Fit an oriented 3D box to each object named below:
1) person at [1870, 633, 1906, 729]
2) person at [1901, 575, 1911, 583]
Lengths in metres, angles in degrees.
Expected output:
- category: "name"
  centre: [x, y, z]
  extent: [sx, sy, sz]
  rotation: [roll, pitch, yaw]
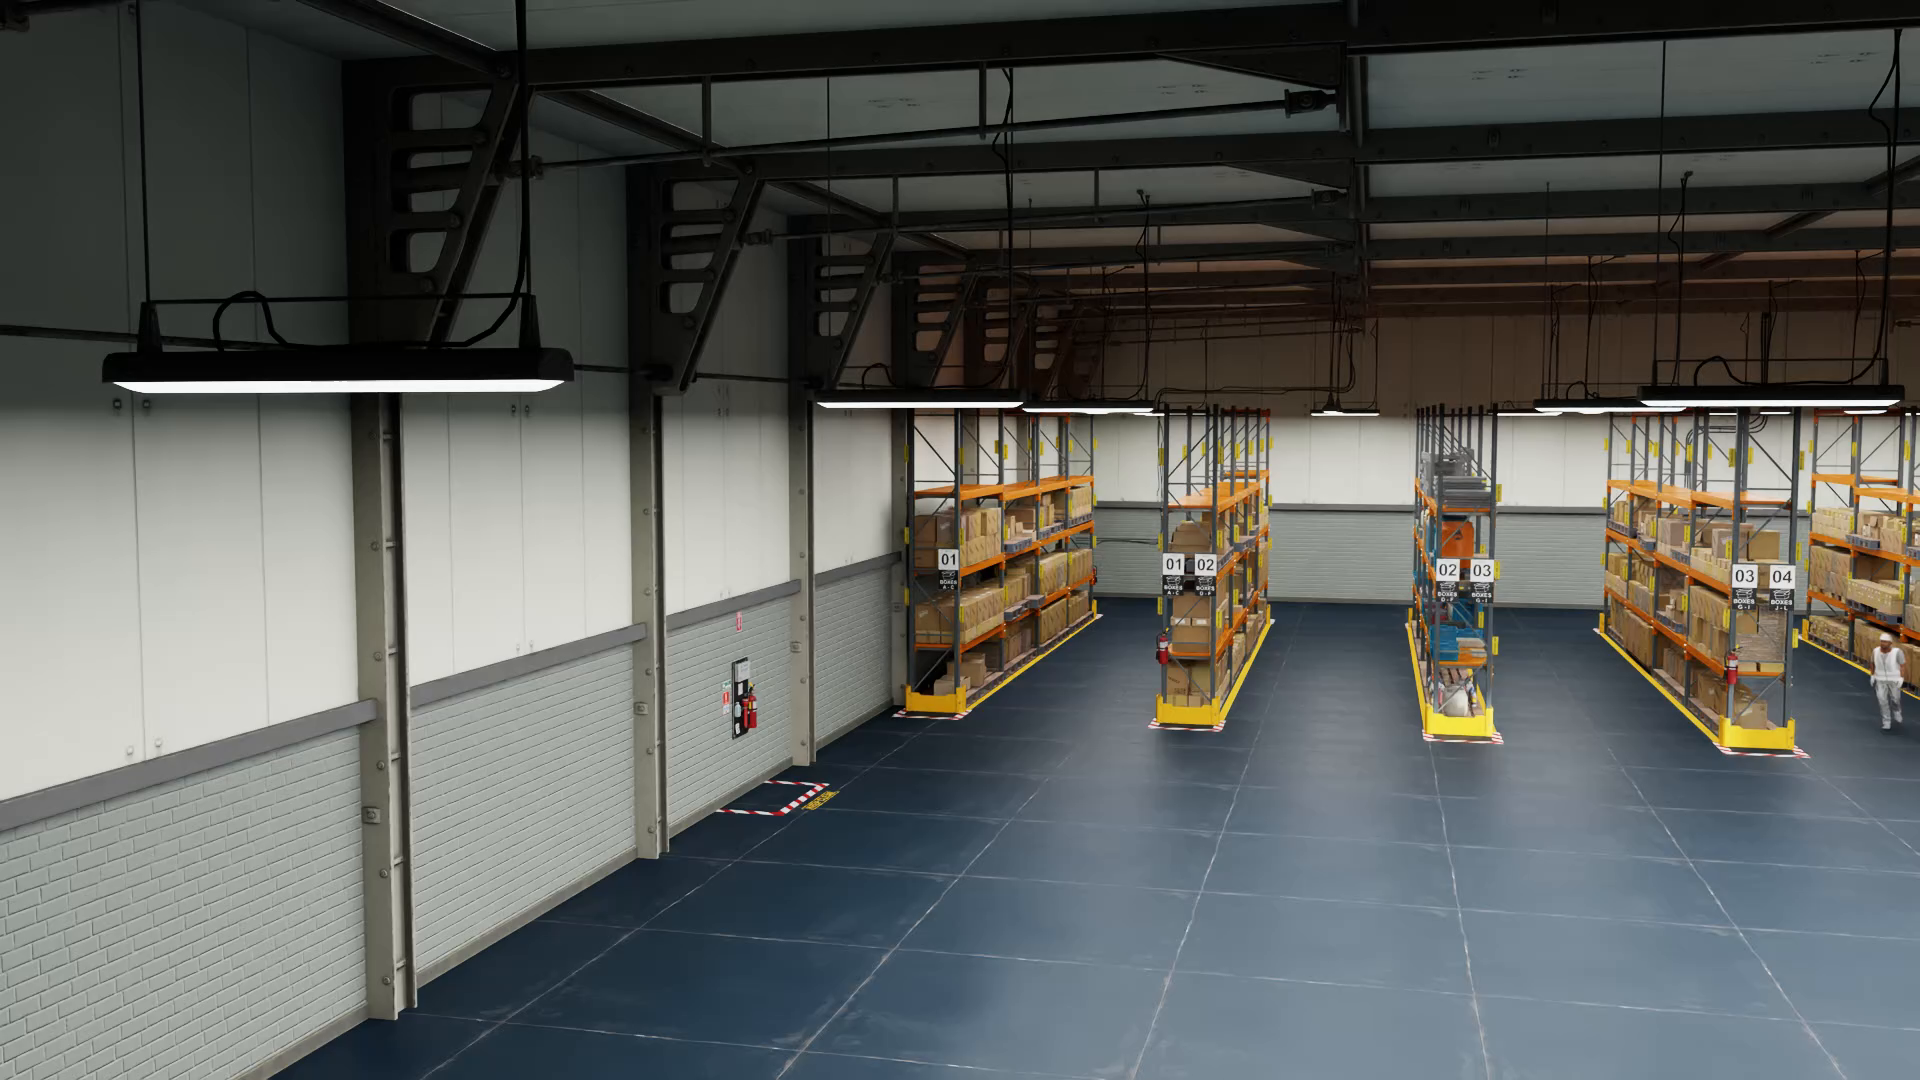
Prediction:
- category: "person"
  centre: [17.229, 2.597, 30.871]
  extent: [0.583, 1.765, 0.675]
  rotation: [3, 5, 31]
- category: "person"
  centre: [24.088, 1.758, 42.358]
  extent: [0.605, 1.775, 0.462]
  rotation: [-1, 4, -12]
